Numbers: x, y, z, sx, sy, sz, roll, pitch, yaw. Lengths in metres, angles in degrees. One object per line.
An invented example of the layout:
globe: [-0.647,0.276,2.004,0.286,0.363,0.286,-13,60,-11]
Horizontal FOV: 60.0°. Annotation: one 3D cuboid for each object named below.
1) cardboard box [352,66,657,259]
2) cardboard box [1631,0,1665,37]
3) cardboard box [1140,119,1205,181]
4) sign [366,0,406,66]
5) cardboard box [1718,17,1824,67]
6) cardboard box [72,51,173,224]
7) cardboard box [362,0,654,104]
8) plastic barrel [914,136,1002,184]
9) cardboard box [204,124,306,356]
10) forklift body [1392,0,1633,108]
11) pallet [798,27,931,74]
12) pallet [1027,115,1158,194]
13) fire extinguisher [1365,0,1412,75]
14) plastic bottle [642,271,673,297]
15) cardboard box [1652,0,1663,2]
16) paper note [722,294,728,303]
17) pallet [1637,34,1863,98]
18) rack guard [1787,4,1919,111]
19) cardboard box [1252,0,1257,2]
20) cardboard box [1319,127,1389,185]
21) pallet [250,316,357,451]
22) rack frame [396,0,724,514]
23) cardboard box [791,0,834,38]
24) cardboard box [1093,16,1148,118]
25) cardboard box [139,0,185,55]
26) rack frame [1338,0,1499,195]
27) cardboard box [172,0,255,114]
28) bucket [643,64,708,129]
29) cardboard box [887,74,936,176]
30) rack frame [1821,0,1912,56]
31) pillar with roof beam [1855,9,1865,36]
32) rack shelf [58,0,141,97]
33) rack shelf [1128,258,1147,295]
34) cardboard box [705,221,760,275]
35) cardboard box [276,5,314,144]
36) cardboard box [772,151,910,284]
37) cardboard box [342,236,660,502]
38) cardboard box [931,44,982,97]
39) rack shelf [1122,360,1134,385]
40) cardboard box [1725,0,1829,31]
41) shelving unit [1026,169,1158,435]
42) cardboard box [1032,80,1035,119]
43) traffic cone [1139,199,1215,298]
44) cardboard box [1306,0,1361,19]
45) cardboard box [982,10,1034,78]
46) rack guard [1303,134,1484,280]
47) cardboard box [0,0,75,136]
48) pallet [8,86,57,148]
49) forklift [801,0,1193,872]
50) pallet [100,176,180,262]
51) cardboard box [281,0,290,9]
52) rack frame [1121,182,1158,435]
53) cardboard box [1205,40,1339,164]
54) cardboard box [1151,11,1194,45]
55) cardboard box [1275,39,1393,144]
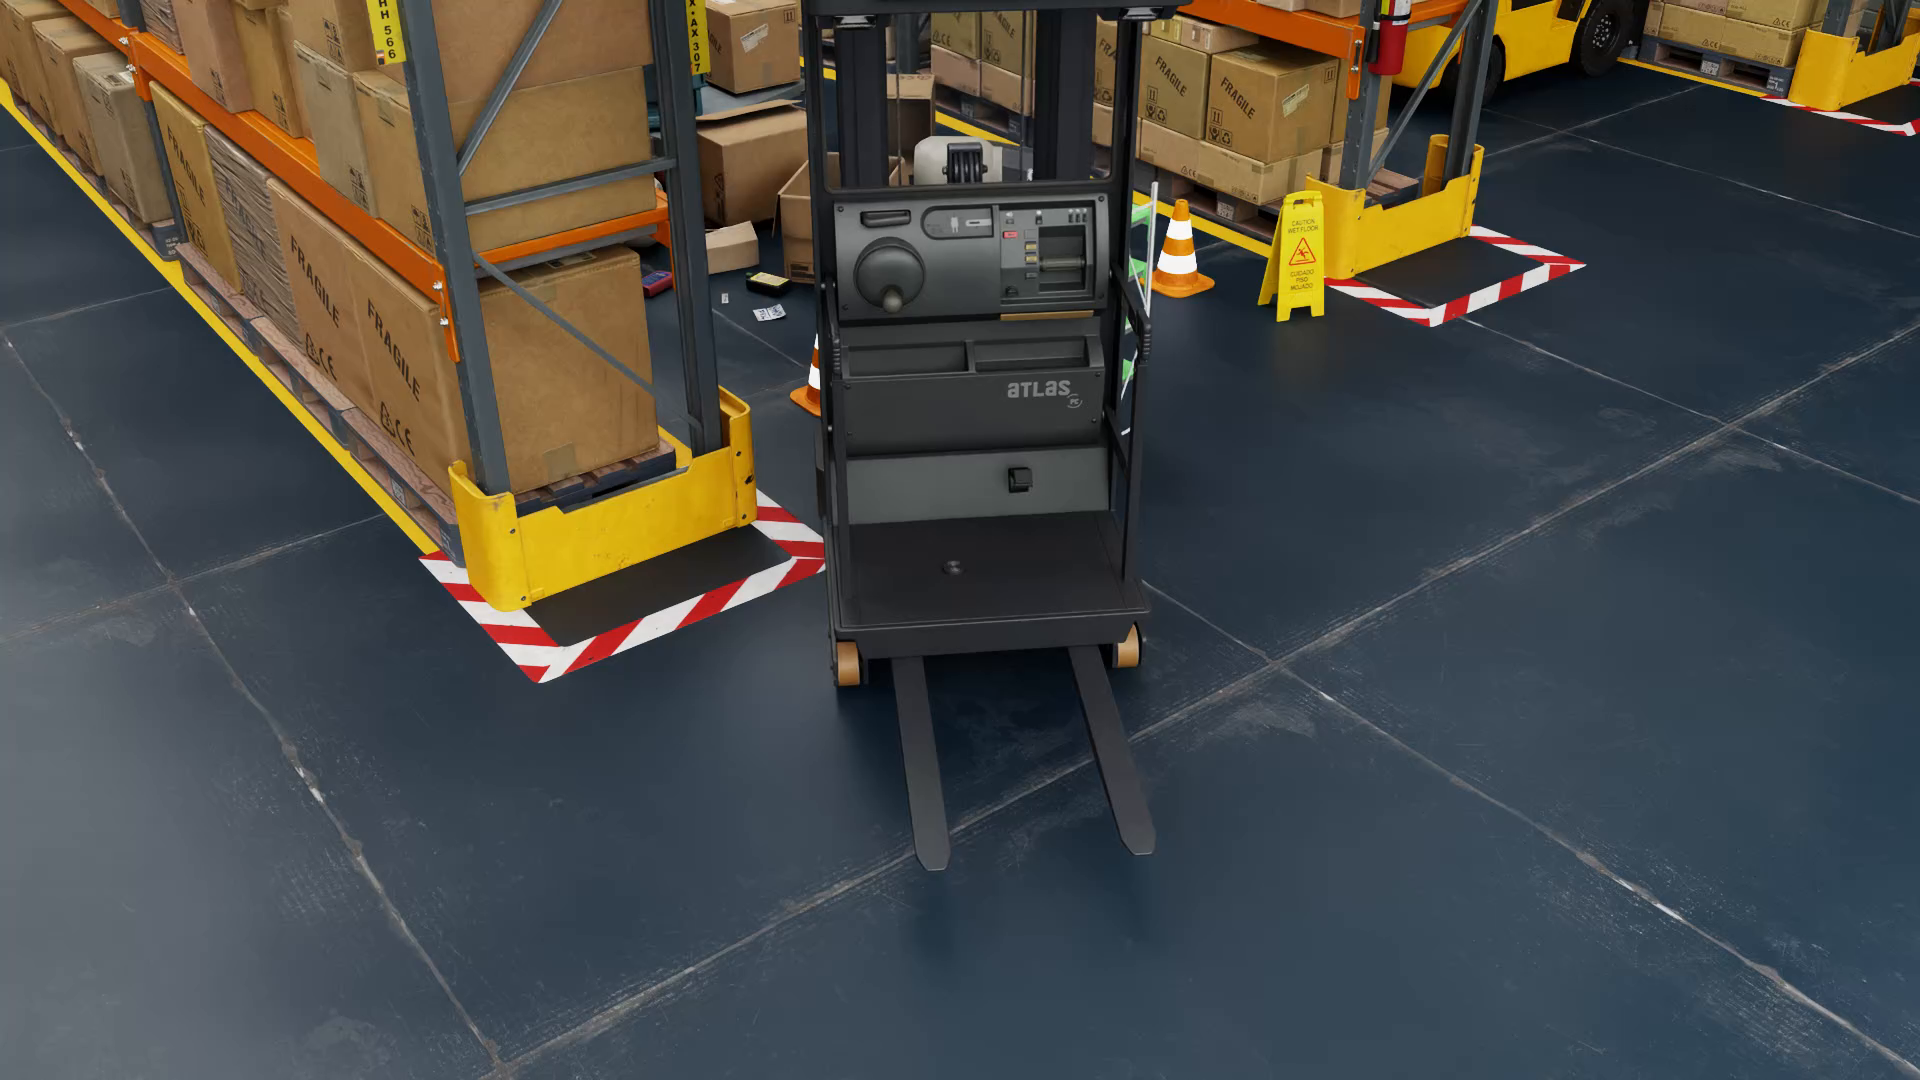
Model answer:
cardboard box: [-1.658,-1.461,6.118,0.875,0.550,0.550,-22,38,-31]
cardboard box: [5.238,-4.034,12.611,0.500,0.250,0.500,-22,38,-31]
cardboard box: [1.434,-2.380,9.947,0.500,0.250,0.500,-22,38,-31]
sign: [-1.831,-1.680,5.291,0.100,0.325,0.005,-22,38,-31]
cardboard box: [5.835,-3.613,11.932,0.500,0.250,0.500,-22,38,-31]
cardboard box: [-4.299,-2.377,9.468,1.050,0.750,0.750,-22,38,-32]
cardboard box: [-1.591,-1.947,5.877,0.875,0.550,0.550,-22,38,-31]
plastic barrel: [-0.009,-2.178,9.855,0.512,0.421,0.421,1,32,2]
cardboard box: [-2.961,-1.541,8.004,0.875,0.875,0.875,-22,38,-31]
forklift body: [3.768,-4.348,11.712,2.313,2.155,1.214,-22,38,-31]
pallet: [-0.478,-3.708,12.520,1.003,0.211,1.213,-22,38,-31]
pallet: [1.193,-2.606,10.747,1.003,0.211,1.213,-22,38,-31]
fire extinguisher: [2.160,-2.672,8.282,0.296,0.674,0.183,-22,38,-31]
plastic bottle: [-1.619,-1.386,8.924,0.133,0.061,0.283,18,36,27]
cardboard box: [5.195,-4.254,12.491,0.500,0.250,0.500,-23,39,-32]
paper note: [-1.244,-1.279,8.800,0.032,0.001,0.123,-4,32,-7]
pallet: [5.870,-3.629,12.393,1.003,0.211,1.213,-22,38,-31]
rack guard: [6.387,-3.437,11.810,1.175,0.500,0.348,-22,38,-31]
cardboard box: [1.672,-3.065,9.079,0.380,0.149,0.250,-23,39,-32]
cardboard box: [2.178,-2.337,9.878,0.500,0.250,0.500,-23,38,-32]
pallet: [-2.690,-0.889,7.981,1.003,0.211,1.213,-22,38,-31]
rack frame: [-1.394,-1.258,5.932,1.000,3.000,0.127,-22,38,-31]
cardboard box: [-0.766,-4.147,12.676,0.950,0.372,0.625,-20,37,-29]
cardboard box: [1.130,-2.909,10.088,0.500,0.500,0.500,-23,39,-32]
cardboard box: [-3.612,-2.839,8.335,0.875,0.550,0.550,-22,38,-31]
rack frame: [2.454,-2.901,8.578,1.000,3.000,0.127,-22,38,-31]
cardboard box: [-3.018,-2.353,7.554,0.875,0.550,0.550,-22,38,-31]
bucket: [-1.943,-2.869,10.188,0.726,0.611,0.620,-10,23,-15]
cardboard box: [-0.417,-2.621,10.493,0.500,0.500,0.500,1,32,2]
rack frame: [6.372,-4.509,11.166,1.000,3.000,0.127,-22,38,-31]
pillar with roof beam: [3.257,-6.246,8.278,9.100,9.000,0.400,-22,38,-31]
rack shelf: [-5.074,-3.453,10.148,1.077,0.370,4.000,-22,38,-31]
rack shelf: [0.546,-1.150,7.131,0.480,0.148,0.258,25,40,34]
cardboard box: [-1.338,-1.643,9.143,0.396,0.266,0.258,-16,35,-23]
cardboard box: [-2.256,-1.958,6.917,0.875,0.550,0.550,-22,38,-31]
cardboard box: [-0.623,-1.754,9.097,0.637,0.503,0.797,6,32,10]
cardboard box: [-1.862,-0.795,6.802,0.875,0.875,0.875,-22,38,-31]
cardboard box: [0.149,-3.245,11.340,0.500,0.250,0.500,-24,39,-33]
rack shelf: [0.546,-0.743,7.384,0.480,0.148,0.258,25,40,34]
cardboard box: [5.827,-3.833,11.813,0.500,0.250,0.500,-23,38,-32]
shelving unit: [0.546,-1.001,7.224,0.503,1.200,0.258,25,40,34]
cardboard box: [0.813,-2.806,10.634,0.500,0.250,0.500,-23,38,-32]
traffic cone: [1.171,-1.585,8.864,0.336,0.463,0.334,-22,38,-31]
cardboard box: [2.055,-2.881,8.784,0.380,0.149,0.250,-21,37,-30]
cardboard box: [0.487,-3.345,10.790,0.500,0.500,0.500,-21,37,-30]
rack guard: [2.407,-1.871,9.289,1.175,0.500,0.348,-22,38,-31]
cardboard box: [-5.459,-3.168,10.742,1.050,0.750,0.750,-22,38,-31]
pallet: [-5.876,-3.054,11.468,1.003,0.211,1.213,-22,38,-31]
forklift: [0.068,-0.916,5.447,1.130,2.935,3.031,-3,32,-5]
pallet: [-4.380,-2.037,9.830,1.003,0.211,1.213,-22,38,-31]
cardboard box: [-2.238,-2.424,6.644,0.875,0.550,0.550,-22,38,-31]
rack frame: [0.730,-0.916,7.087,0.015,1.200,0.240,25,40,34]
cardboard box: [1.757,-2.480,9.397,0.500,0.500,0.500,-22,38,-31]
cardboard box: [1.327,-2.992,9.607,0.380,0.149,0.250,-22,38,-31]
cardboard box: [2.163,-2.666,9.696,0.500,0.500,0.500,-24,39,-33]
